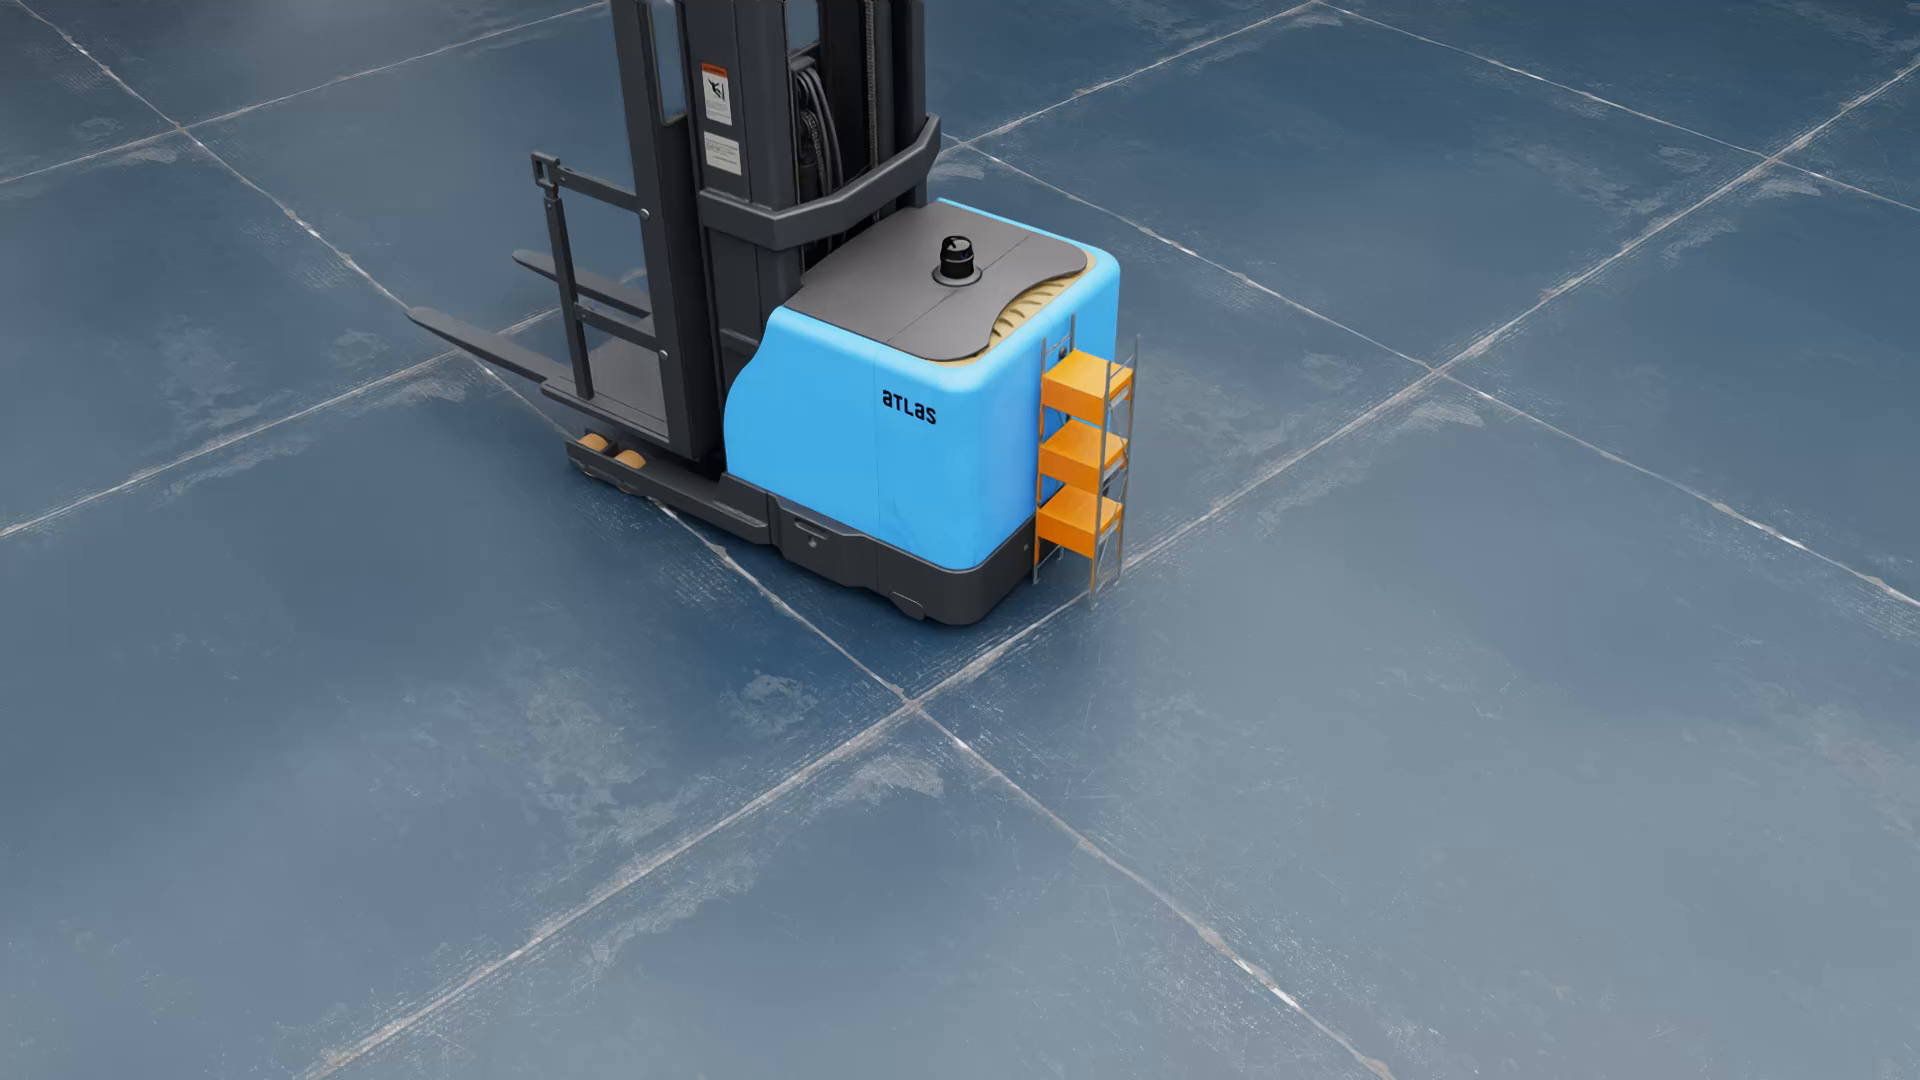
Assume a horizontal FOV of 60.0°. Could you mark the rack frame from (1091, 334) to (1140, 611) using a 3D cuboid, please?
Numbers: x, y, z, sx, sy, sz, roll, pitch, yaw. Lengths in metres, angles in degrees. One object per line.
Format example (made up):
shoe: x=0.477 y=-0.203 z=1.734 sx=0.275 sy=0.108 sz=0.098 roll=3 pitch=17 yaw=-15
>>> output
rack frame: x=0.526 y=-0.207 z=5.671 sx=0.008 sy=1.050 sz=0.200 roll=23 pitch=44 yaw=26

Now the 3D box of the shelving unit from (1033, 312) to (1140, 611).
shelving unit: x=0.425 y=-0.251 z=5.725 sx=0.252 sy=1.050 sz=0.215 roll=23 pitch=44 yaw=26

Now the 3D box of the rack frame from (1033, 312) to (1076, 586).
rack frame: x=0.324 y=-0.294 z=5.778 sx=0.008 sy=1.050 sz=0.200 roll=23 pitch=44 yaw=26

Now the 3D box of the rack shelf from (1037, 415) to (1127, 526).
rack shelf: x=0.425 y=-0.242 z=5.731 sx=0.240 sy=0.259 sz=0.215 roll=23 pitch=44 yaw=26

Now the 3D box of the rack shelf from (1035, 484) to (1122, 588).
rack shelf: x=0.425 y=-0.026 z=5.906 sx=0.240 sy=0.259 sz=0.215 roll=23 pitch=44 yaw=26

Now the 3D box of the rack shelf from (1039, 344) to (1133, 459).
rack shelf: x=0.425 y=-0.463 z=5.553 sx=0.240 sy=0.259 sz=0.215 roll=23 pitch=44 yaw=26

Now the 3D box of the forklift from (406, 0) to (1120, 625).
forklift: x=-0.931 y=-1.571 z=5.862 sx=3.031 sy=2.935 sz=1.130 roll=23 pitch=44 yaw=26
